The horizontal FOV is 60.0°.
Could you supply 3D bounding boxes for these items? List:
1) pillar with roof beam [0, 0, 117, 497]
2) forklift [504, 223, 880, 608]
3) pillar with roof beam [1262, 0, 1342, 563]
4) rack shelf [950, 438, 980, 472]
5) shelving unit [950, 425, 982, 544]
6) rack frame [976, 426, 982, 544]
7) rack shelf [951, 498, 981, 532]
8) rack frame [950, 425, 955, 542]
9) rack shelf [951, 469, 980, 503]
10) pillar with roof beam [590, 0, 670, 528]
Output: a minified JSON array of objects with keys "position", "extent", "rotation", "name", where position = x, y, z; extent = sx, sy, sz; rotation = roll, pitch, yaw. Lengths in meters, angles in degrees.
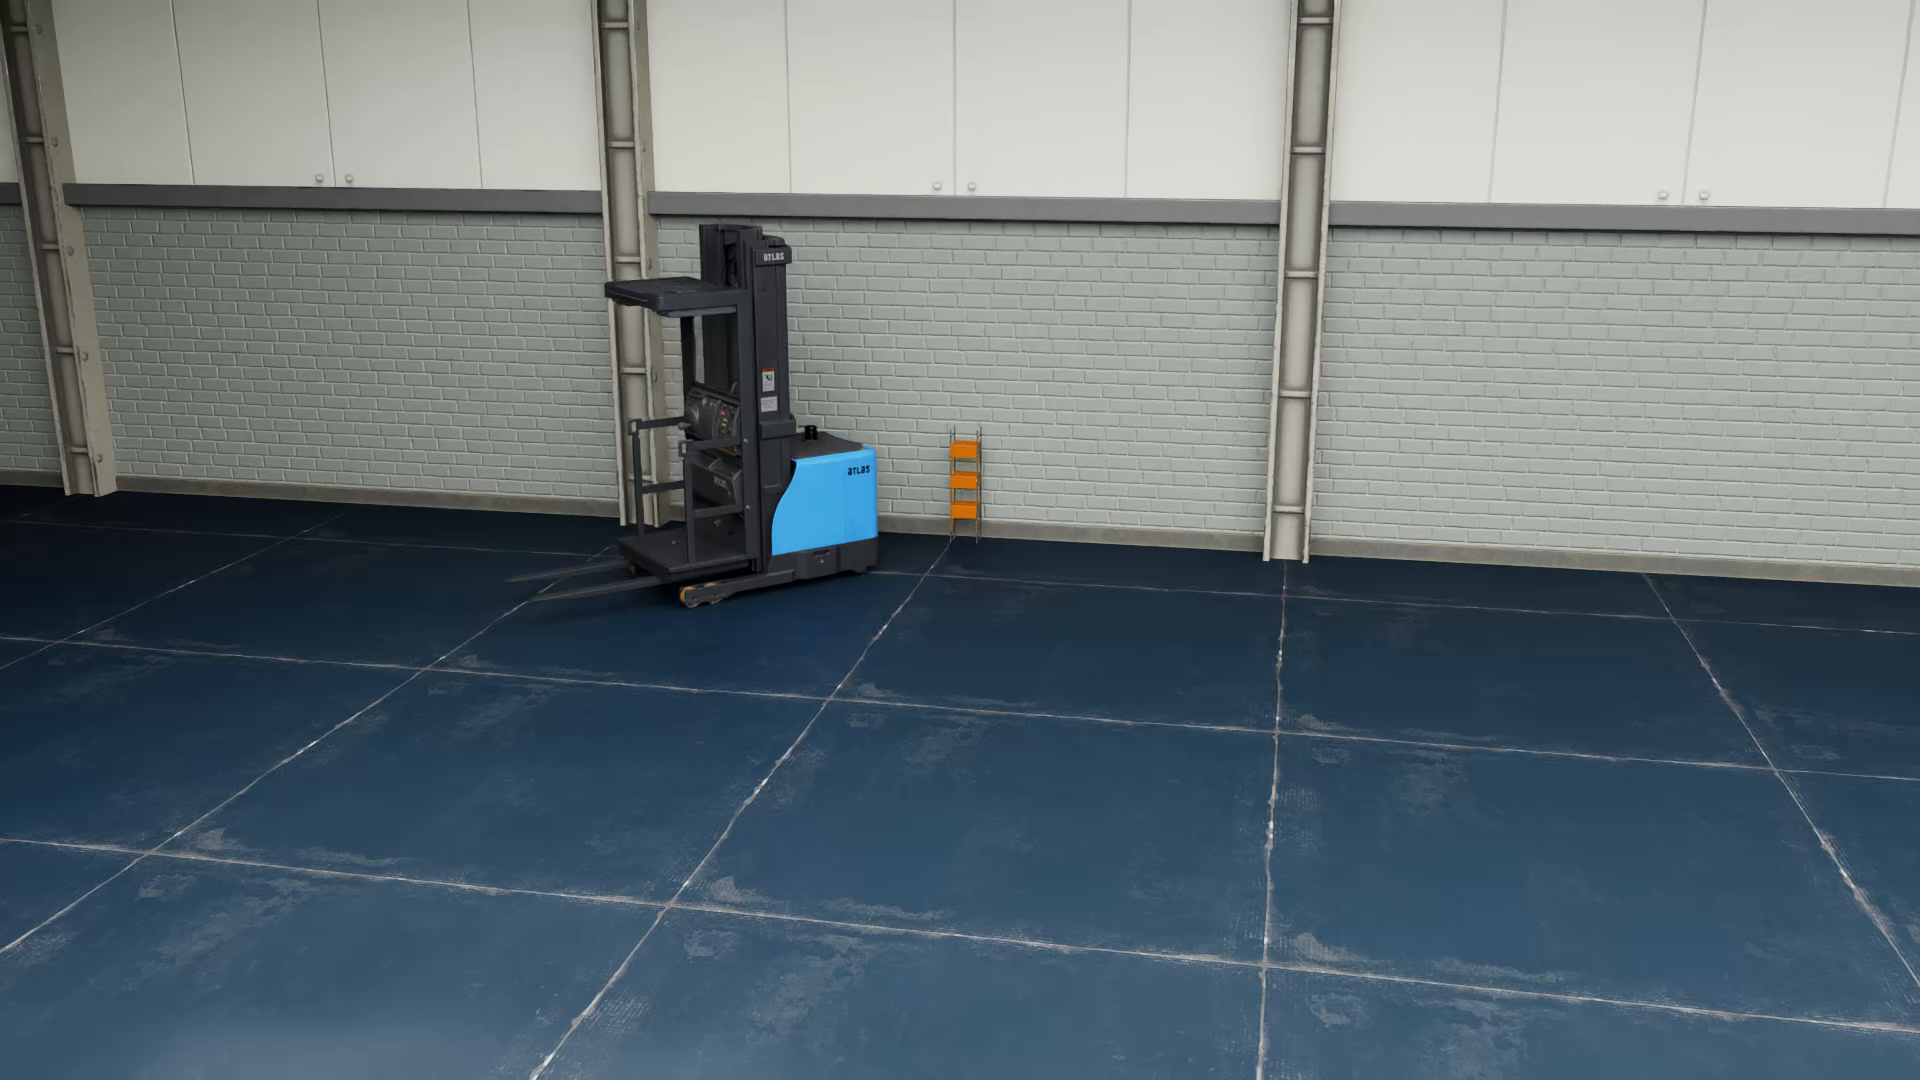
[{"position":[-9.735,-3.698,11.744],"extent":[0.400,9.000,9.100],"rotation":[3,16,11],"name":"pillar with roof beam"},{"position":[-2.197,-1.032,13.486],"extent":[3.031,2.935,1.130],"rotation":[-10,18,-33],"name":"forklift"},{"position":[2.024,-3.060,9.439],"extent":[0.400,9.000,9.100],"rotation":[3,16,11],"name":"pillar with roof beam"},{"position":[0.052,-0.766,15.027],"extent":[0.240,0.259,0.215],"rotation":[3,16,11],"name":"rack shelf"},{"position":[0.052,-0.503,15.100],"extent":[0.252,1.050,0.215],"rotation":[3,16,11],"name":"shelving unit"},{"position":[0.172,-0.497,15.076],"extent":[0.008,1.050,0.200],"rotation":[3,16,11],"name":"rack frame"},{"position":[0.052,-0.225,15.177],"extent":[0.240,0.259,0.215],"rotation":[3,16,11],"name":"rack shelf"},{"position":[-0.067,-0.510,15.123],"extent":[0.008,1.050,0.200],"rotation":[3,16,11],"name":"rack frame"},{"position":[0.052,-0.493,15.102],"extent":[0.240,0.259,0.215],"rotation":[3,16,11],"name":"rack shelf"},{"position":[-3.856,-3.379,10.591],"extent":[0.400,9.000,9.100],"rotation":[3,16,11],"name":"pillar with roof beam"}]
